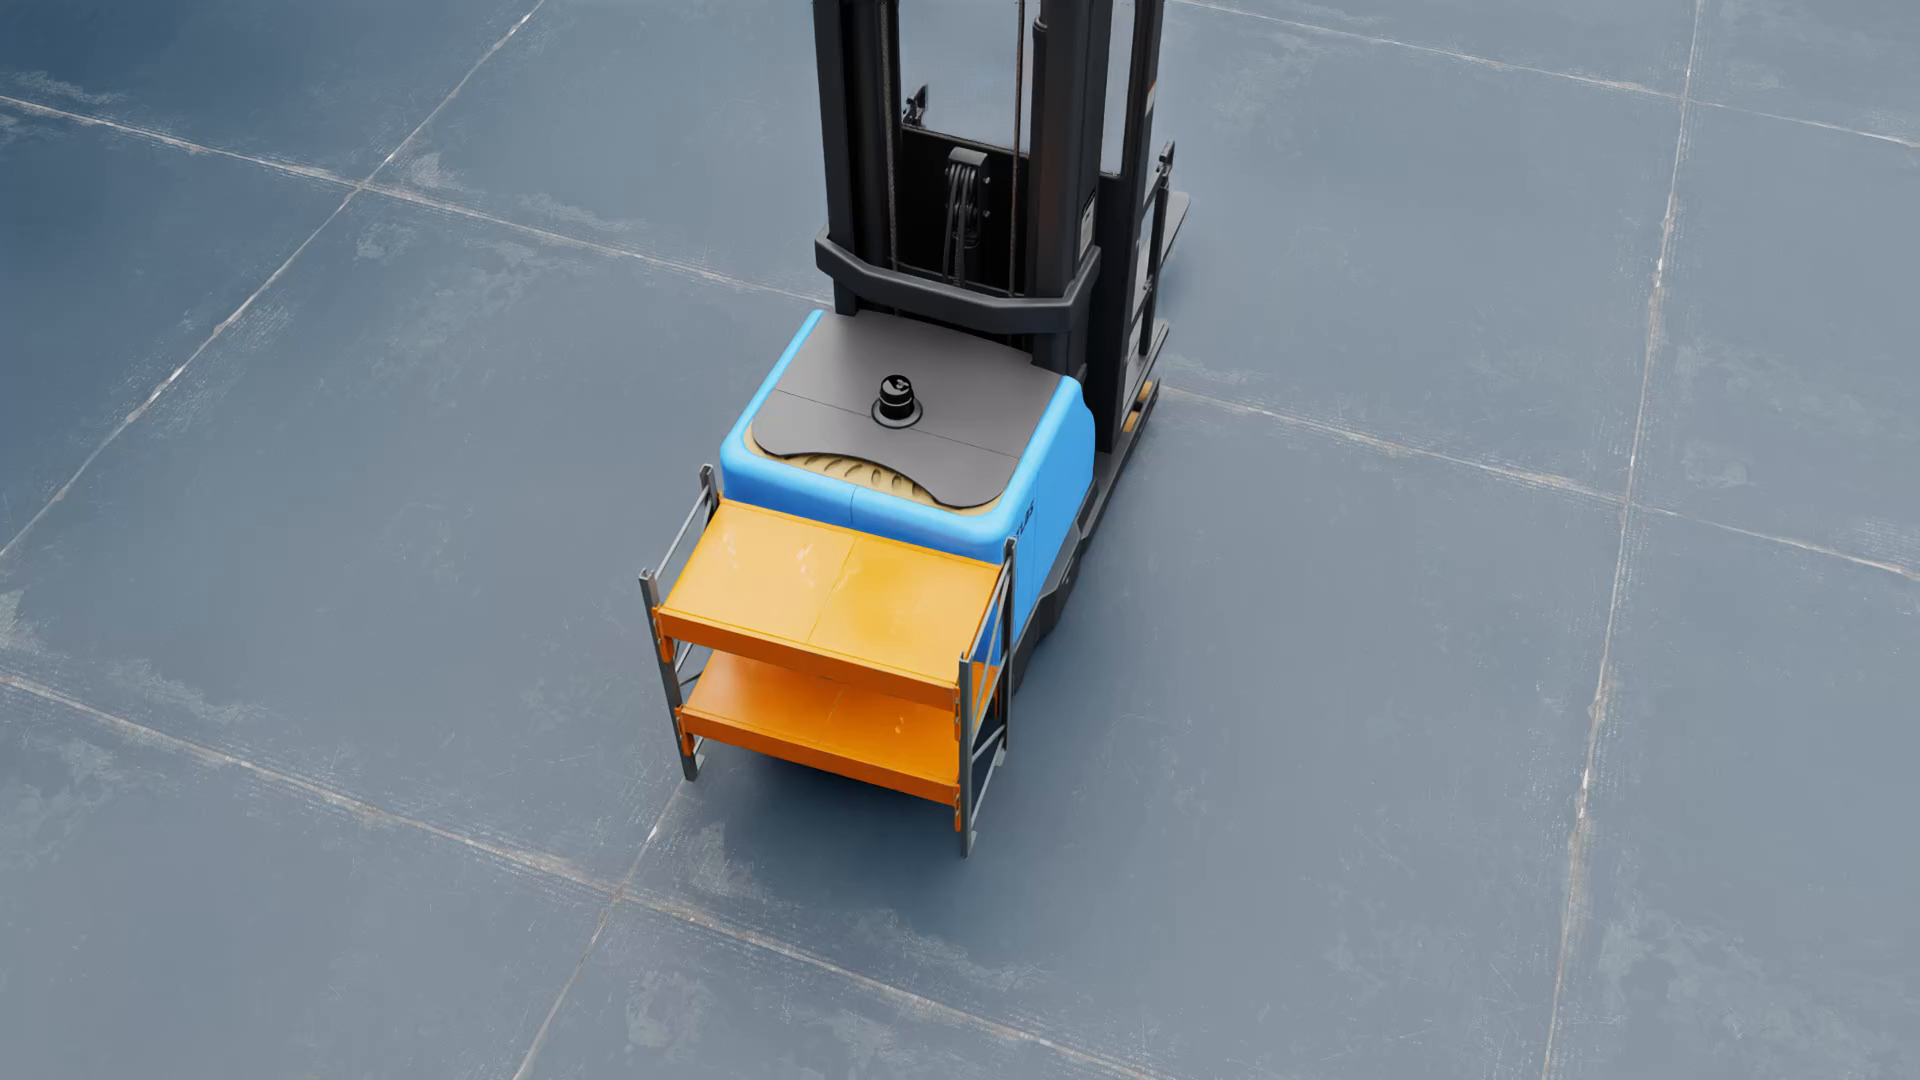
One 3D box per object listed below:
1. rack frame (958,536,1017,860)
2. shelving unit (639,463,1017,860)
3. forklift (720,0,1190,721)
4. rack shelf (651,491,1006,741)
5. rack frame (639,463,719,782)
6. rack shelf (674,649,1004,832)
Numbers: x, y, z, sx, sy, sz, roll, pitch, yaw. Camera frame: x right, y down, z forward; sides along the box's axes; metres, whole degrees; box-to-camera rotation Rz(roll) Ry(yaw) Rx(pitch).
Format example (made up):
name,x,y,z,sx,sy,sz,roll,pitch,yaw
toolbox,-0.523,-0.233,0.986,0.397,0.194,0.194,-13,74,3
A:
name,x,y,z,sx,sy,sz,roll,pitch,yaw
rack frame,0.086,0.539,5.403,0.032,1.125,0.500,14,51,12
shelving unit,-0.397,0.422,5.505,1.048,1.125,0.538,14,51,12
forklift,0.199,-1.449,5.933,1.130,2.935,3.031,17,51,14
rack shelf,-0.398,0.231,5.283,1.000,0.278,0.538,14,51,12
rack frame,-0.881,0.304,5.607,0.032,1.125,0.500,14,51,12
rack shelf,-0.397,0.581,5.690,1.000,0.278,0.538,14,51,12
